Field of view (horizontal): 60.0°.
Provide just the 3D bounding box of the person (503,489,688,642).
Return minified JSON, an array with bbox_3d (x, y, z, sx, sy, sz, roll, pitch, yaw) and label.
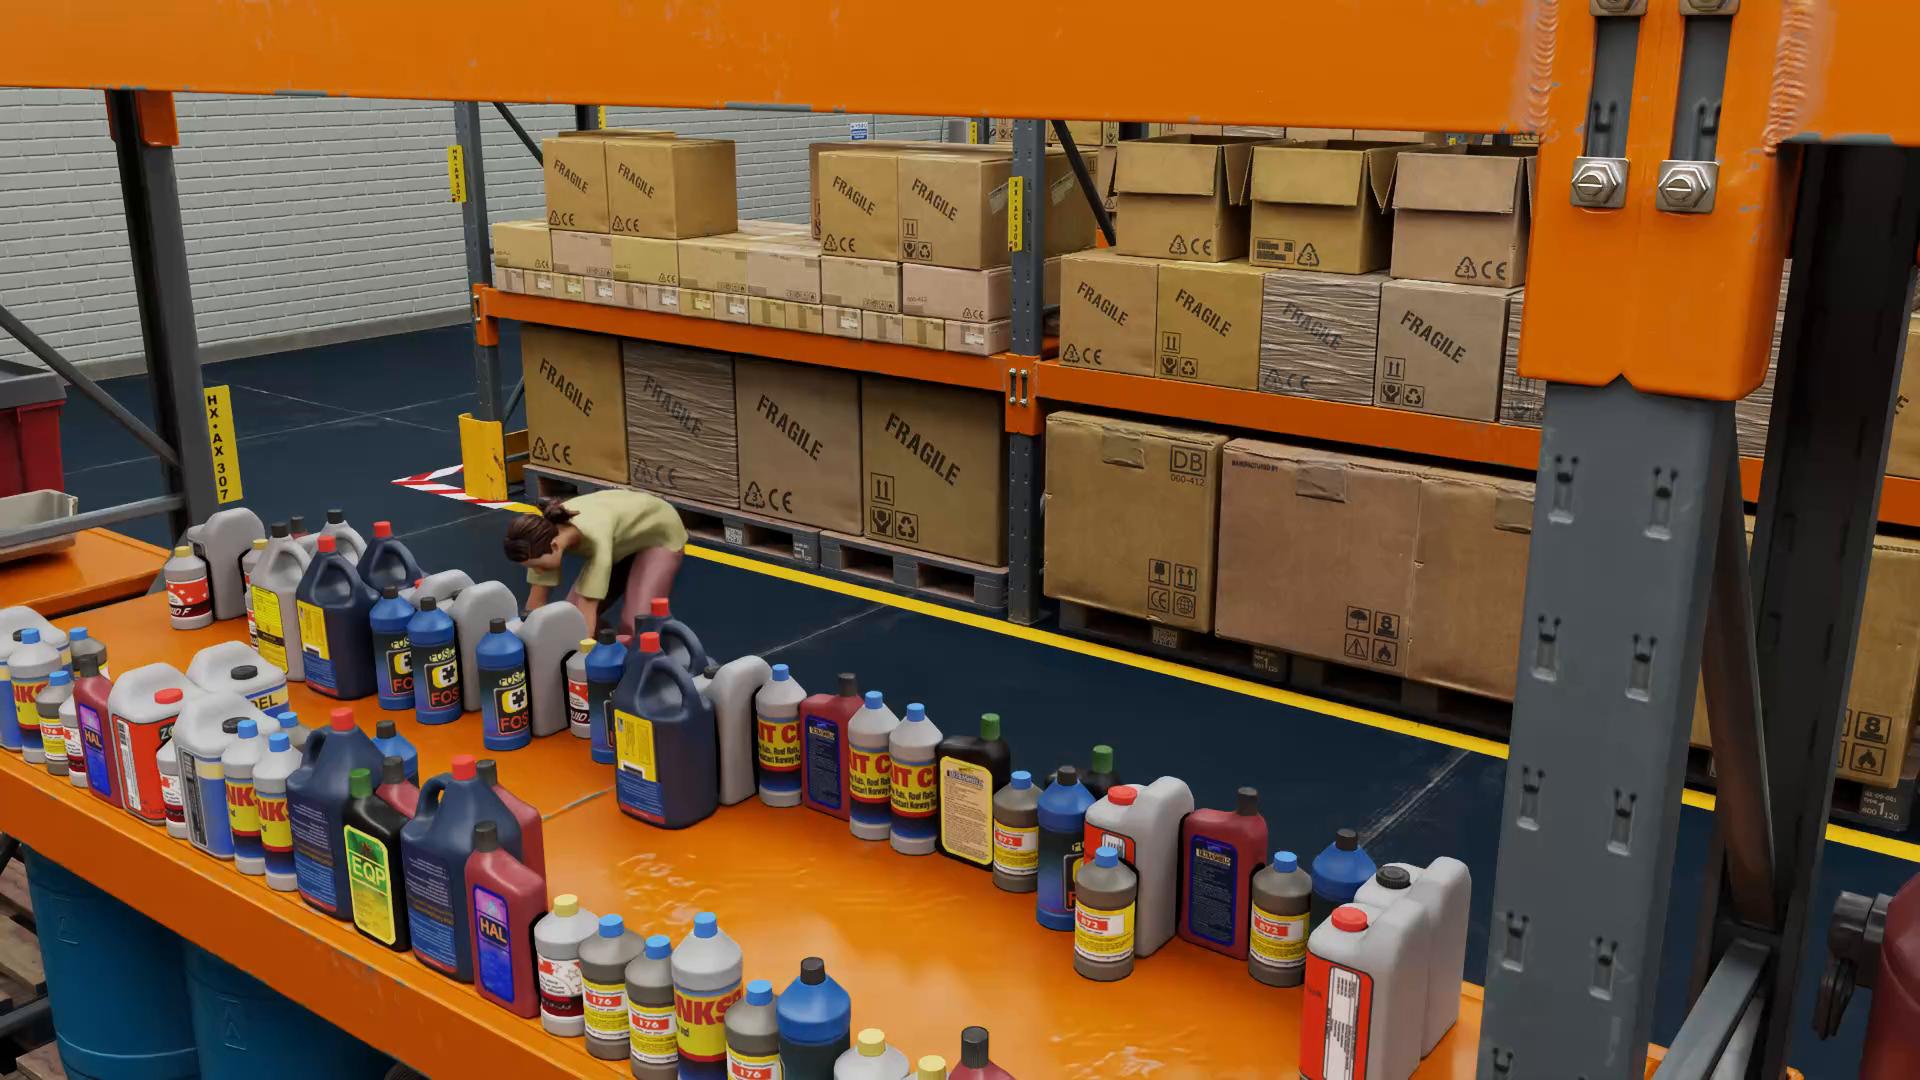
[{"bbox_3d":[-1.461,0.284,6.719,0.467,1.031,0.868,11,20,32],"label":"person"}]
